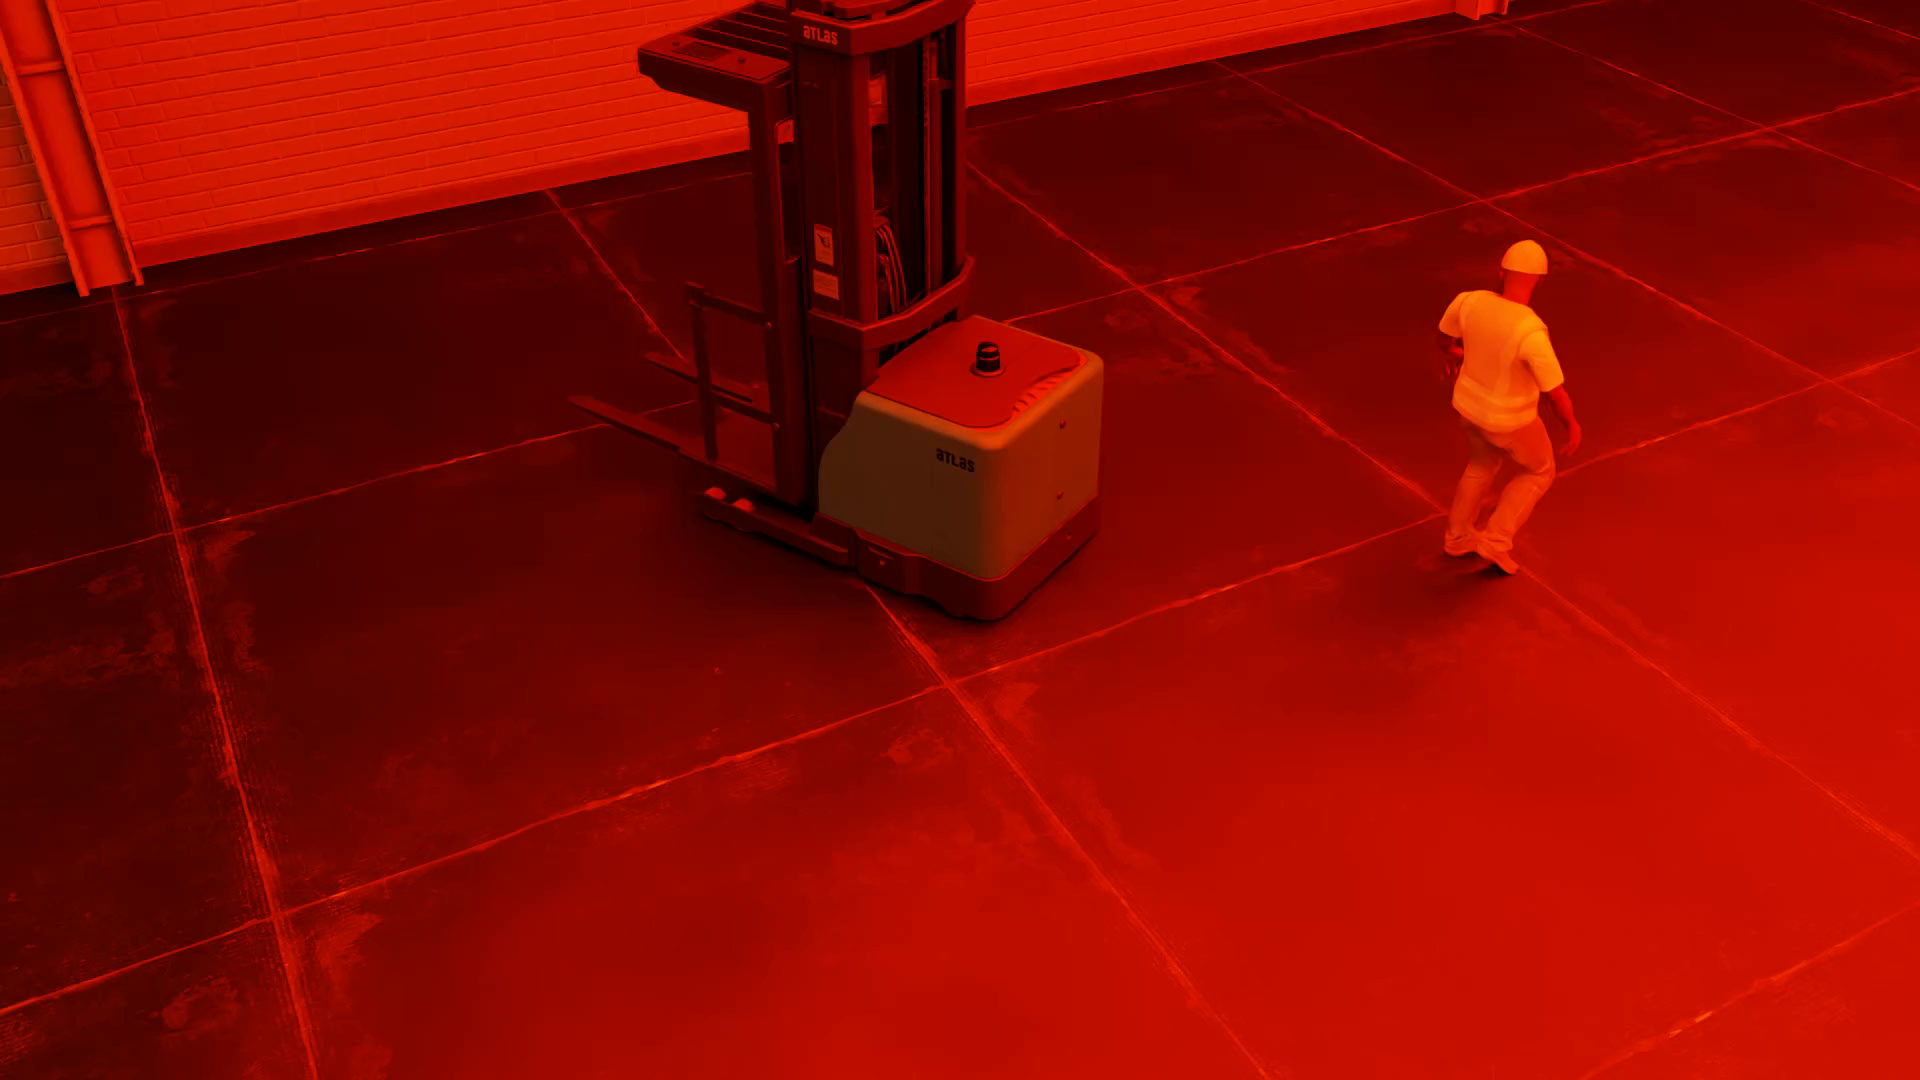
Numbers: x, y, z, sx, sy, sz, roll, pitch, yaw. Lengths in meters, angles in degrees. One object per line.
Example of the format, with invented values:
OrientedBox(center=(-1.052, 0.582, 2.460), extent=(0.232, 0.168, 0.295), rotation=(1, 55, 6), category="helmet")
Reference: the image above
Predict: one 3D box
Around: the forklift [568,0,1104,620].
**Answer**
OrientedBox(center=(-0.786, -1.473, 8.207), extent=(3.031, 2.935, 1.130), rotation=(22, 41, 28), category="forklift")

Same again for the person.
OrientedBox(center=(2.622, -0.661, 8.111), extent=(0.499, 1.761, 0.858), rotation=(-15, 38, -20), category="person")
